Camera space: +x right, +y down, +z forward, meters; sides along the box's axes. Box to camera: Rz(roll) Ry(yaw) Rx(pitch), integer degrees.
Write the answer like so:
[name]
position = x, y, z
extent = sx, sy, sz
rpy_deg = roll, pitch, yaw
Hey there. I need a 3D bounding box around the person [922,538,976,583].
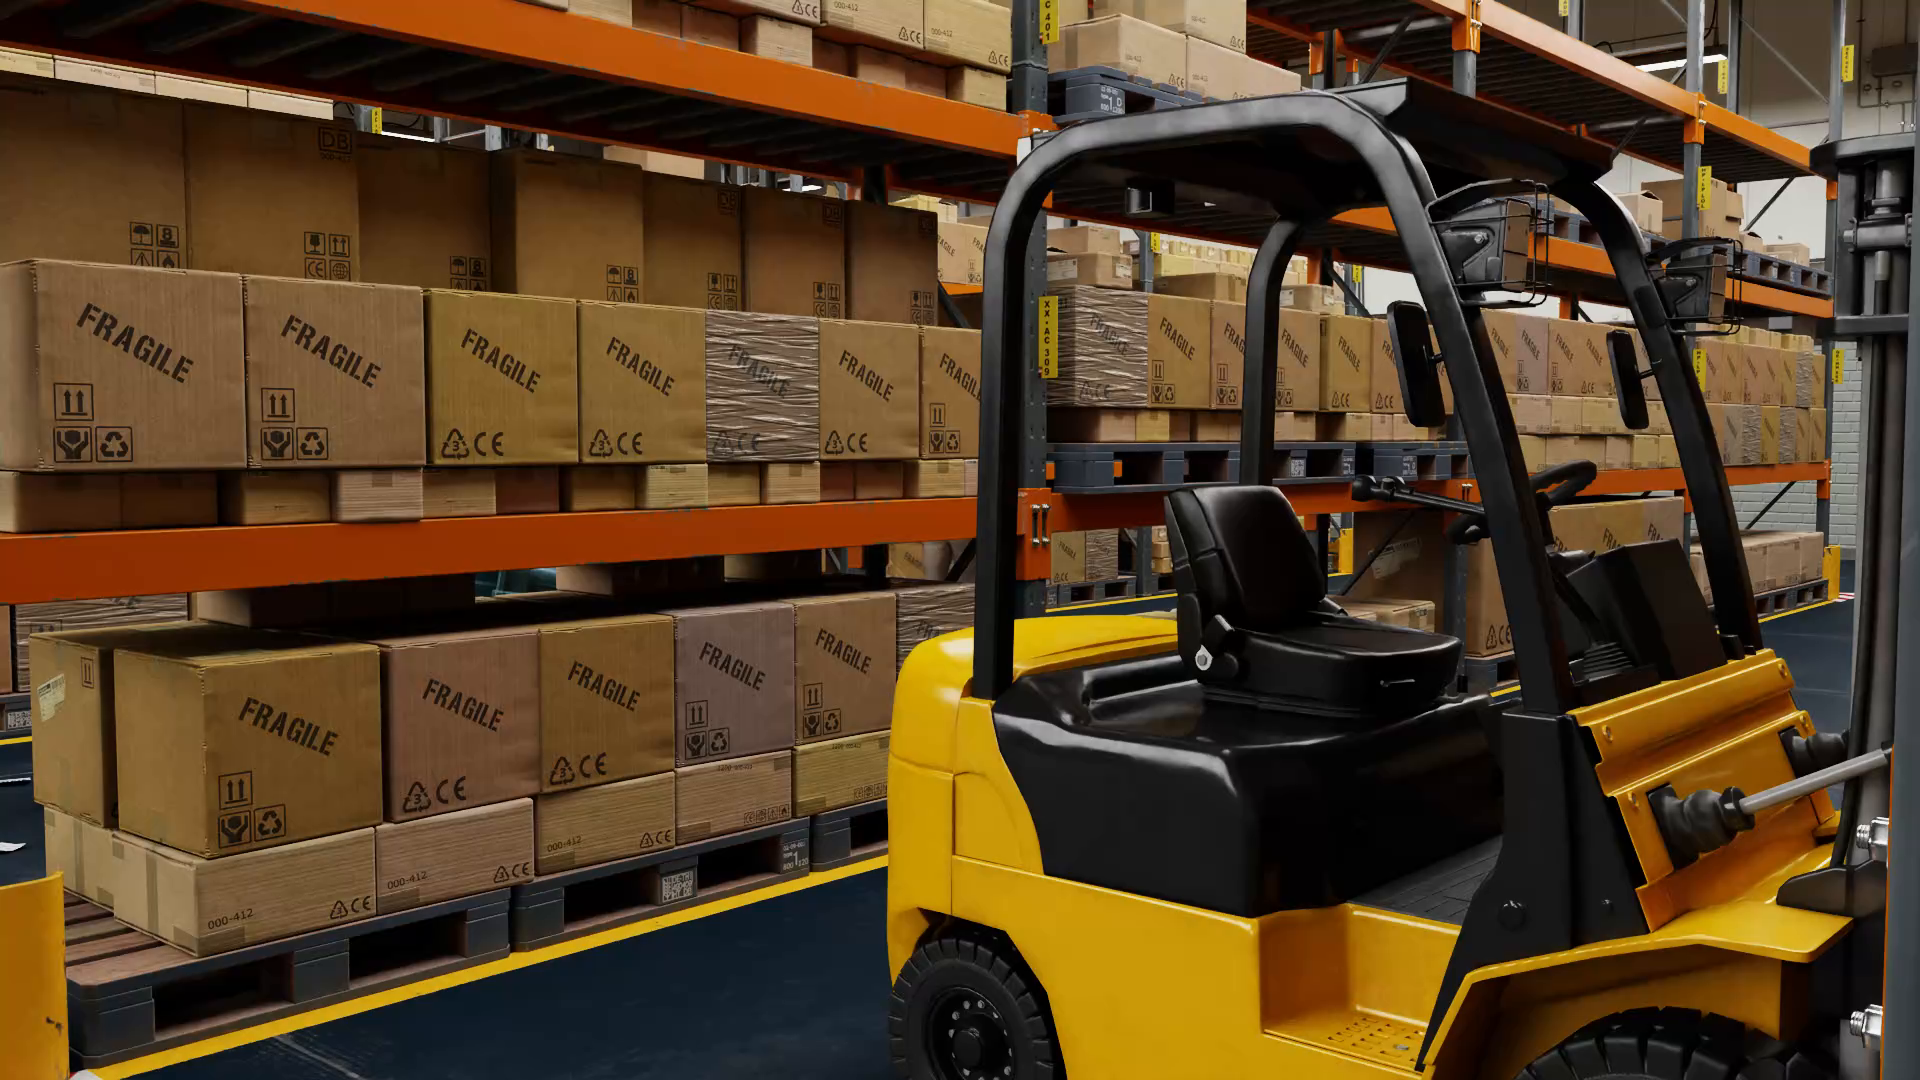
[person]
position = -0.003, -0.057, 11.680
extent = 0.648, 1.717, 0.642
rpy_deg = 1, 4, 20
